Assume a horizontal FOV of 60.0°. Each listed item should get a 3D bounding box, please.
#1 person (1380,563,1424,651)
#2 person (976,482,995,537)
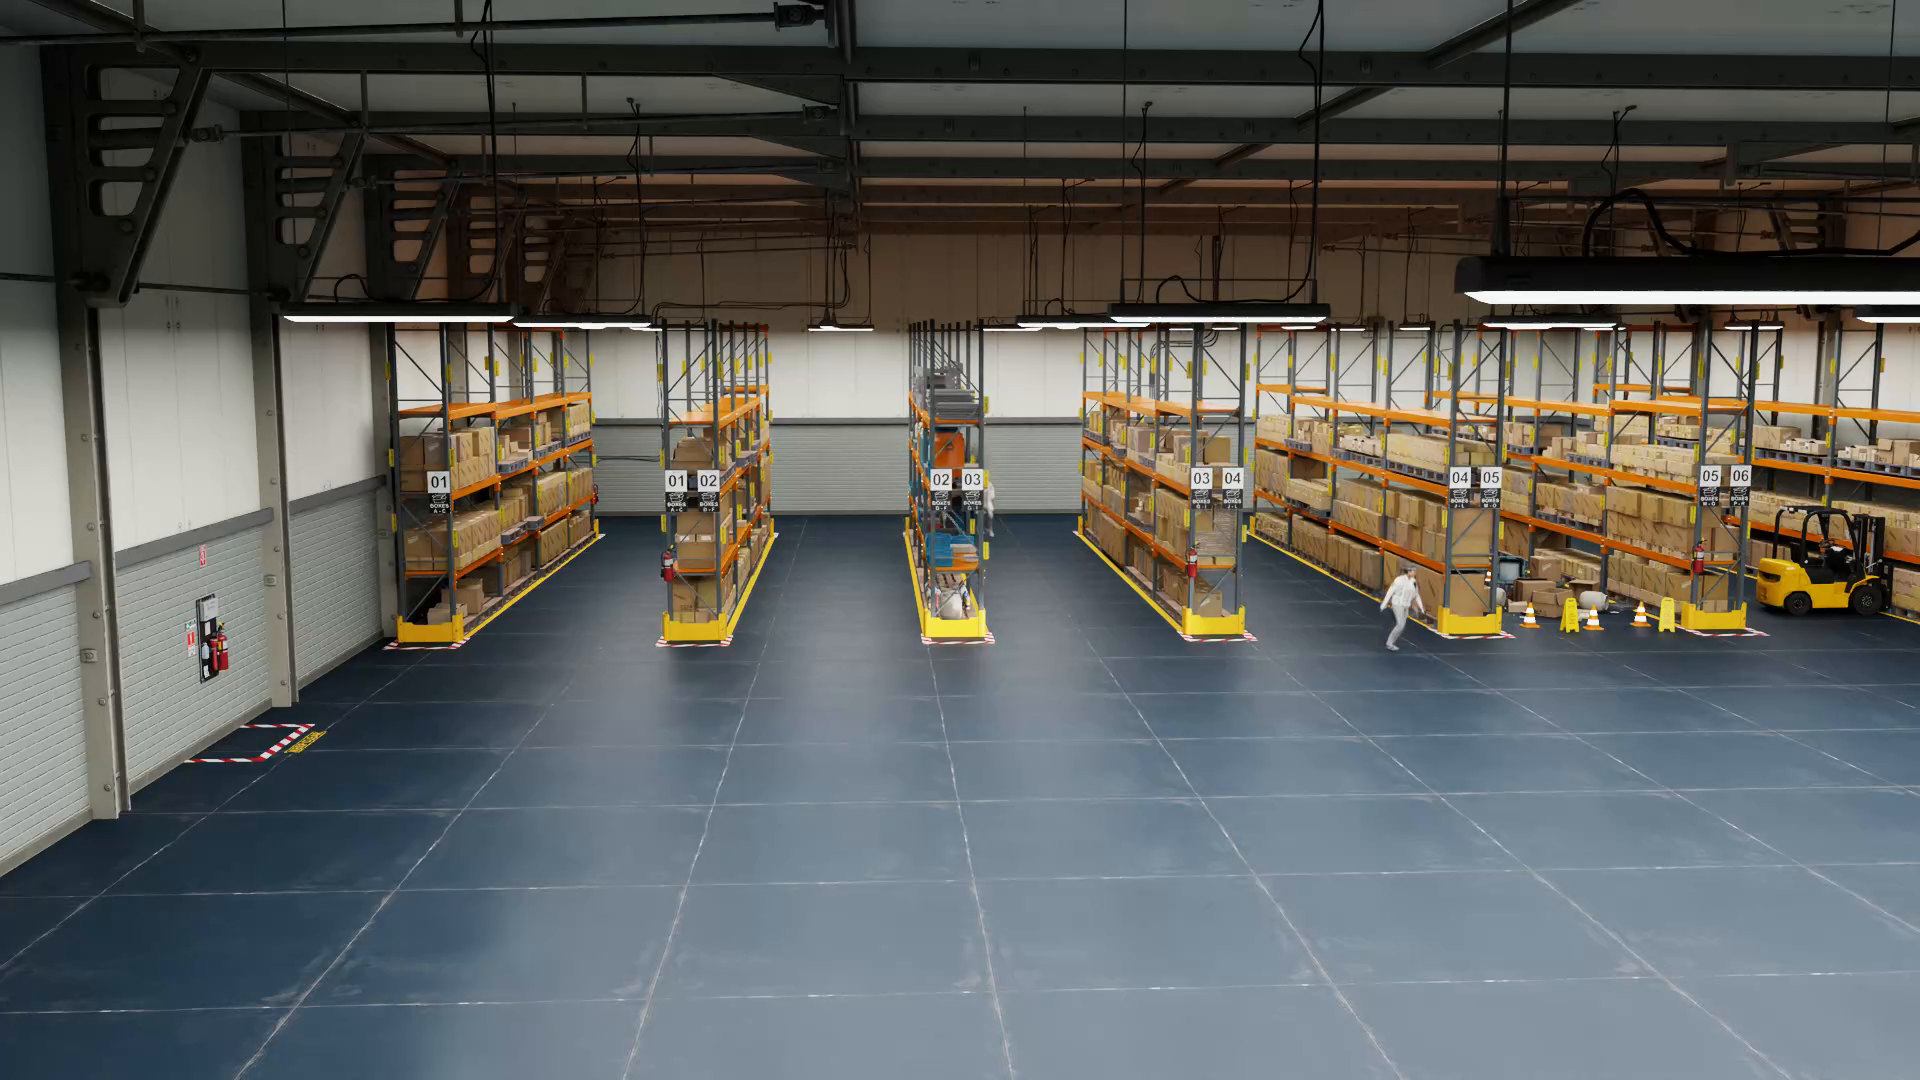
[{"bbox_3d":[8.013,1.212,30.083,0.604,1.618,0.617,-4,8,-32],"label":"person"},{"bbox_3d":[0.677,-0.973,47.235,0.715,1.807,0.915,-3,8,-20],"label":"person"}]
